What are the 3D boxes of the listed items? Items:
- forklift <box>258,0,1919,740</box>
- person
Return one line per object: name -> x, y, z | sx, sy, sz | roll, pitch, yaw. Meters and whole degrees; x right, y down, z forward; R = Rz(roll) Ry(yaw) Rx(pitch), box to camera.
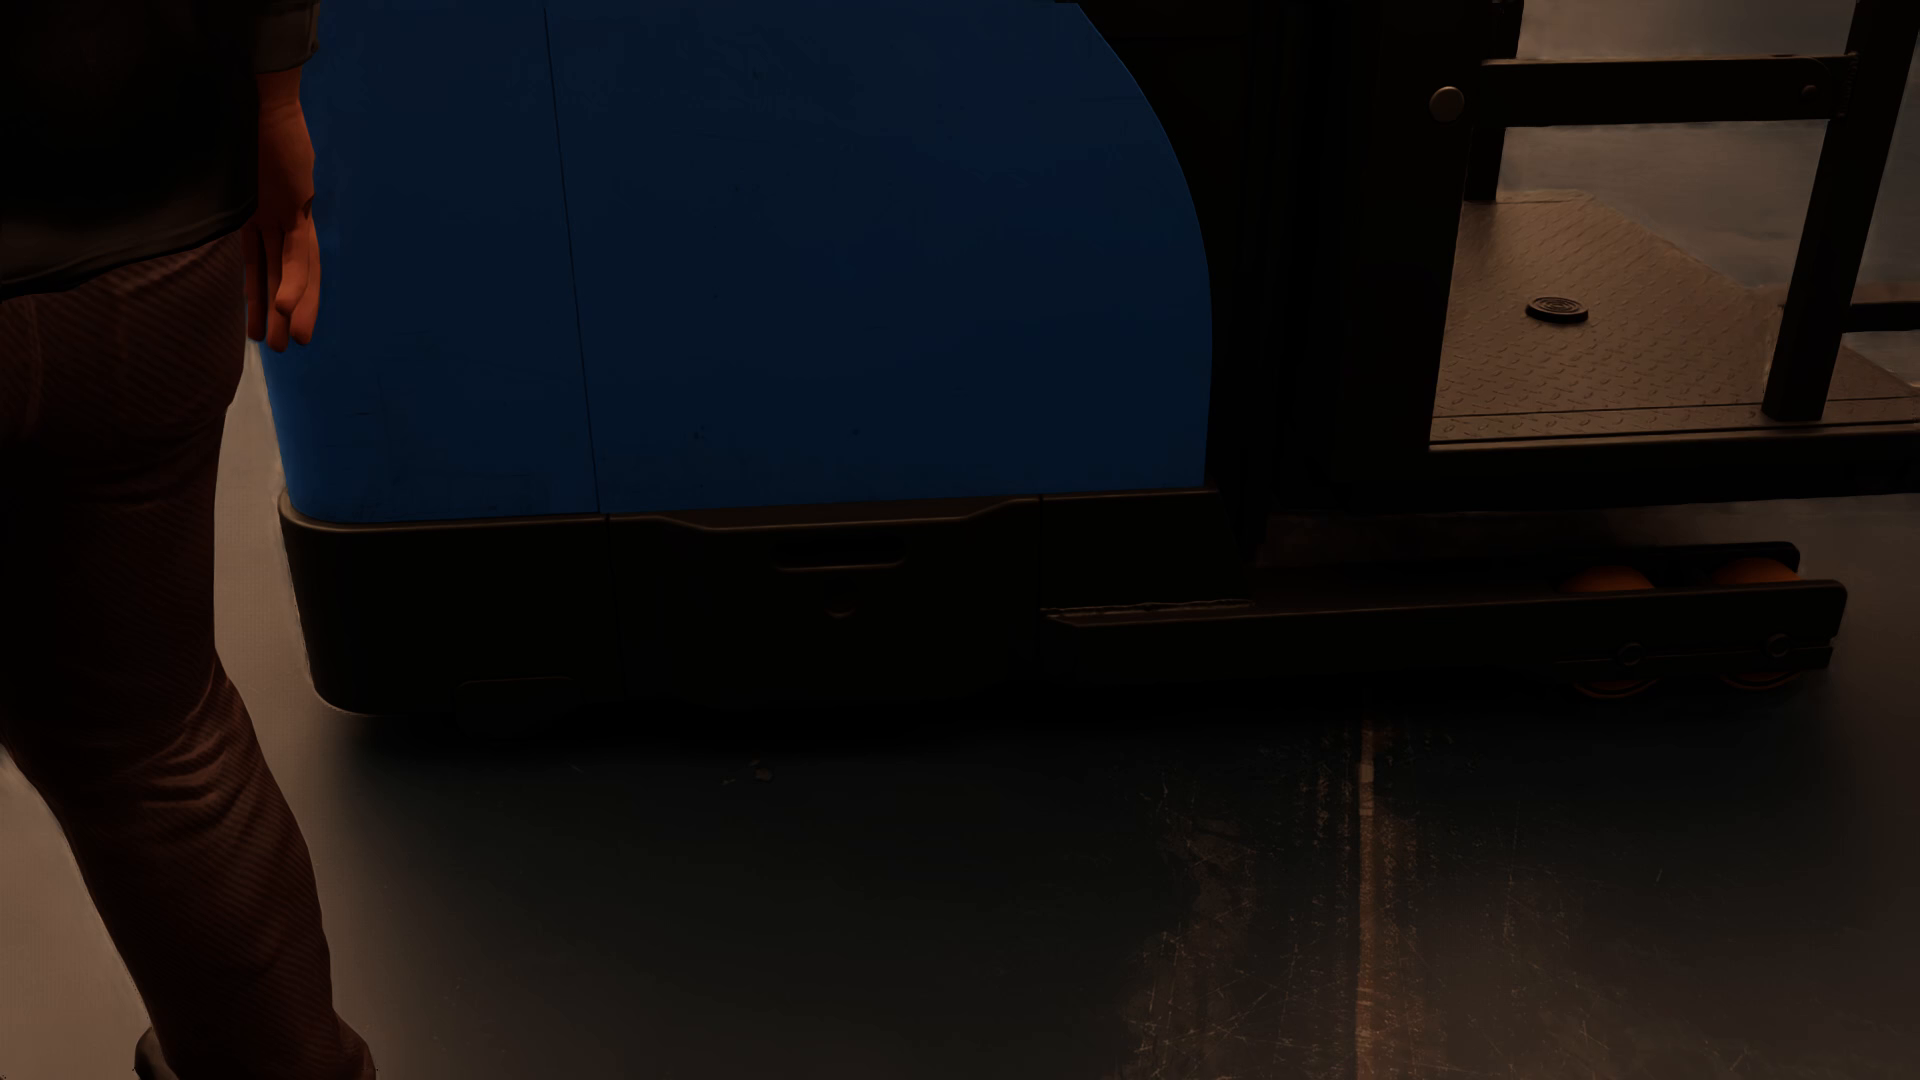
forklift -> 0.679, -1.343, 1.907 | 3.031, 2.935, 1.130 | -3, 27, -5
person -> -0.625, -0.147, 0.881 | 0.474, 1.721, 0.663 | 12, 29, 23
